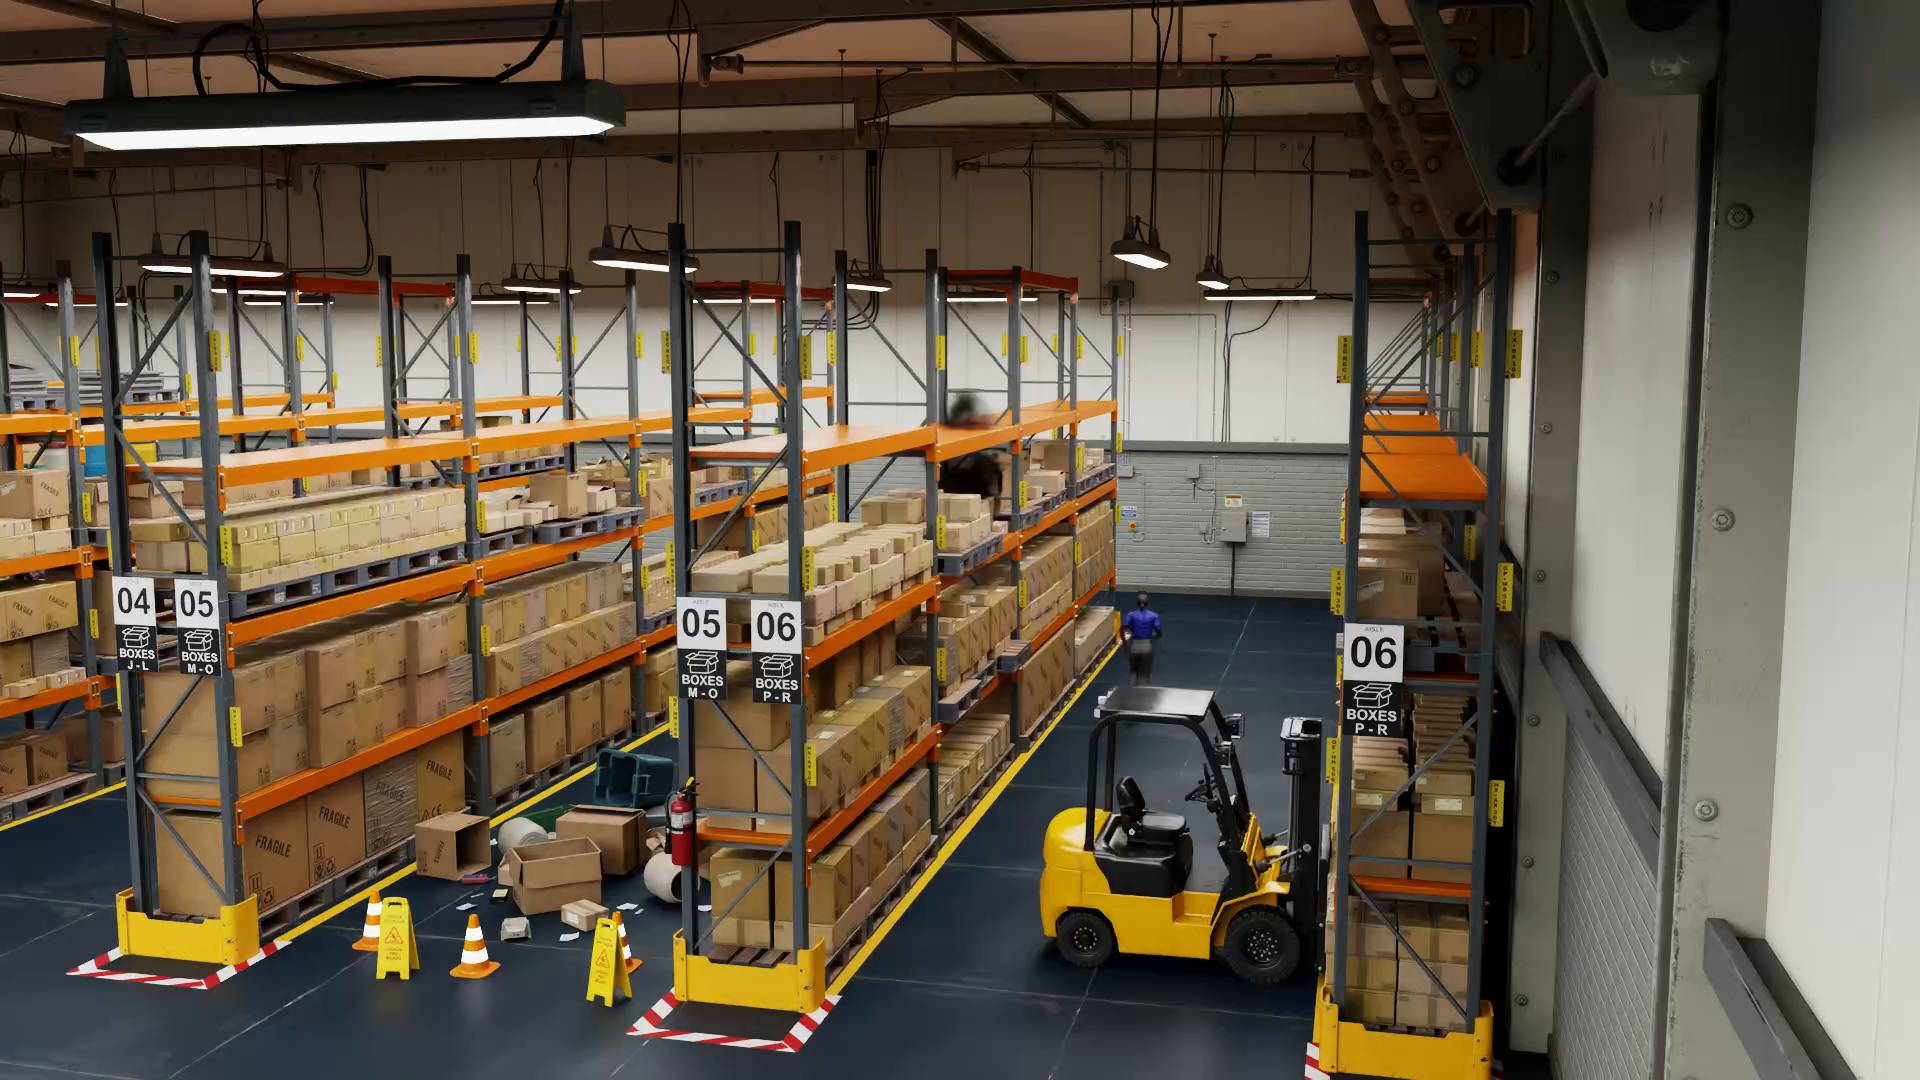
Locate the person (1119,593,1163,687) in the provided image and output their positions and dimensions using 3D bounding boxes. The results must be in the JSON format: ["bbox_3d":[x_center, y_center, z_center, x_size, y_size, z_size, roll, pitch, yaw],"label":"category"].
[{"bbox_3d":[2.532,1.538,23.068,0.552,1.618,0.644,2,7,13],"label":"person"}]
